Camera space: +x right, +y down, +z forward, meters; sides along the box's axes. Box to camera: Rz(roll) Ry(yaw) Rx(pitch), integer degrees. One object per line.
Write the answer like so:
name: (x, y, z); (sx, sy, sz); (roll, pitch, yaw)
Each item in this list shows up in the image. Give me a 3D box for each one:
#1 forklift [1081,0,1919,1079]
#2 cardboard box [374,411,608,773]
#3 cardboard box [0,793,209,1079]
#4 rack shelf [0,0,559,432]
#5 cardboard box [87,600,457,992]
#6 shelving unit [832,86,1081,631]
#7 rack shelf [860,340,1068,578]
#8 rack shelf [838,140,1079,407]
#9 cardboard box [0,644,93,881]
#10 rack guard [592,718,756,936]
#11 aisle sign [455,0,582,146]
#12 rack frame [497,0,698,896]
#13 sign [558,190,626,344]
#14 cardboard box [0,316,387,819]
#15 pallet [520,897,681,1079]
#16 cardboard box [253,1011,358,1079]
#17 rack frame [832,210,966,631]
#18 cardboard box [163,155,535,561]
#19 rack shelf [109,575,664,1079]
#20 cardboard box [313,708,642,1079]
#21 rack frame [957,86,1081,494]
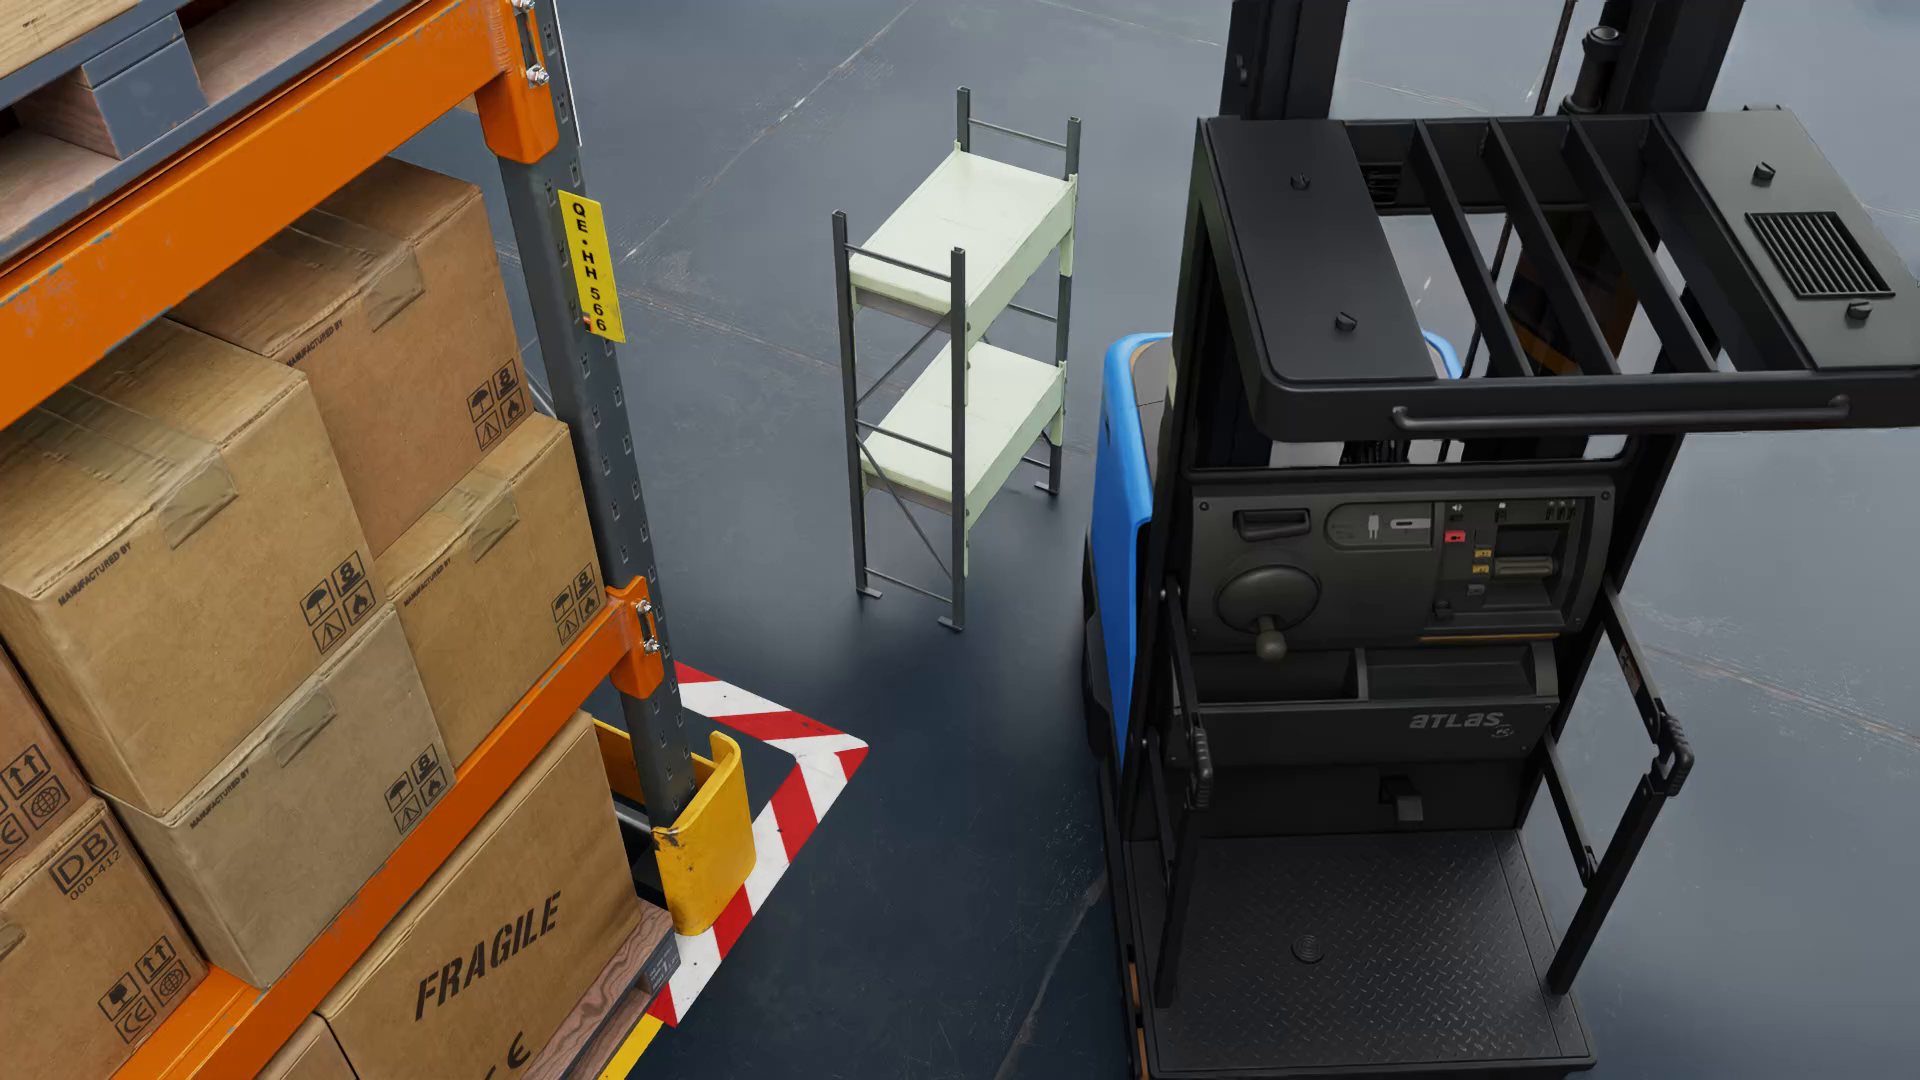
forklift: (0.982, 0.157, 3.534); (1.130, 2.935, 3.031); (-2, 45, -2)
cardboard box: (-1.309, -0.019, 3.554); (0.875, 0.550, 0.550); (20, 49, 19)
cardboard box: (-1.916, 0.646, 2.897); (0.875, 0.550, 0.550); (20, 49, 19)
rack shelf: (-2.106, 0.244, 1.797); (1.077, 0.370, 4.000); (20, 49, 19)
cardboard box: (-1.545, 0.335, 3.204); (0.875, 0.550, 0.550); (20, 49, 19)
shelving unit: (0.003, -0.531, 5.221); (0.431, 1.500, 0.755); (20, 49, 19)
rack shelf: (0.003, -0.302, 5.453); (0.431, 0.370, 0.720); (20, 49, 19)
rack shelf: (0.003, -0.806, 4.943); (0.431, 0.370, 0.720); (20, 49, 19)
cardboard box: (-1.938, 0.259, 2.521); (0.875, 0.550, 0.550); (20, 49, 19)
rack guard: (-1.166, 0.649, 4.757); (1.175, 0.500, 0.348); (20, 49, 19)
aisle sign: (-0.879, -1.074, 2.875); (0.394, 0.787, 0.004); (20, 49, 19)
rack frame: (-1.177, -0.215, 3.853); (1.000, 3.000, 0.127); (20, 49, 19)
sign: (-0.703, -0.517, 3.171); (0.100, 0.325, 0.005); (20, 49, 19)
cardboard box: (-1.557, -0.049, 2.825); (0.875, 0.550, 0.550); (20, 49, 19)
pallet: (-1.479, 1.295, 4.322); (1.003, 0.211, 1.213); (20, 49, 19)
cardboard box: (-1.840, 1.389, 3.467); (0.875, 0.875, 0.875); (20, 49, 18)
rack frame: (-0.167, -0.301, 4.993); (0.400, 1.500, 0.023); (20, 49, 19)
cardboard box: (-1.384, -0.426, 3.197); (0.875, 0.550, 0.550); (20, 49, 19)
rack shelf: (-2.106, 1.298, 2.864); (1.077, 0.370, 4.000); (20, 49, 19)
cardboard box: (-1.433, 0.834, 4.016); (0.875, 0.875, 0.875); (21, 49, 19)
rack frame: (0.173, -0.762, 5.449); (0.400, 1.500, 0.023); (20, 49, 19)
